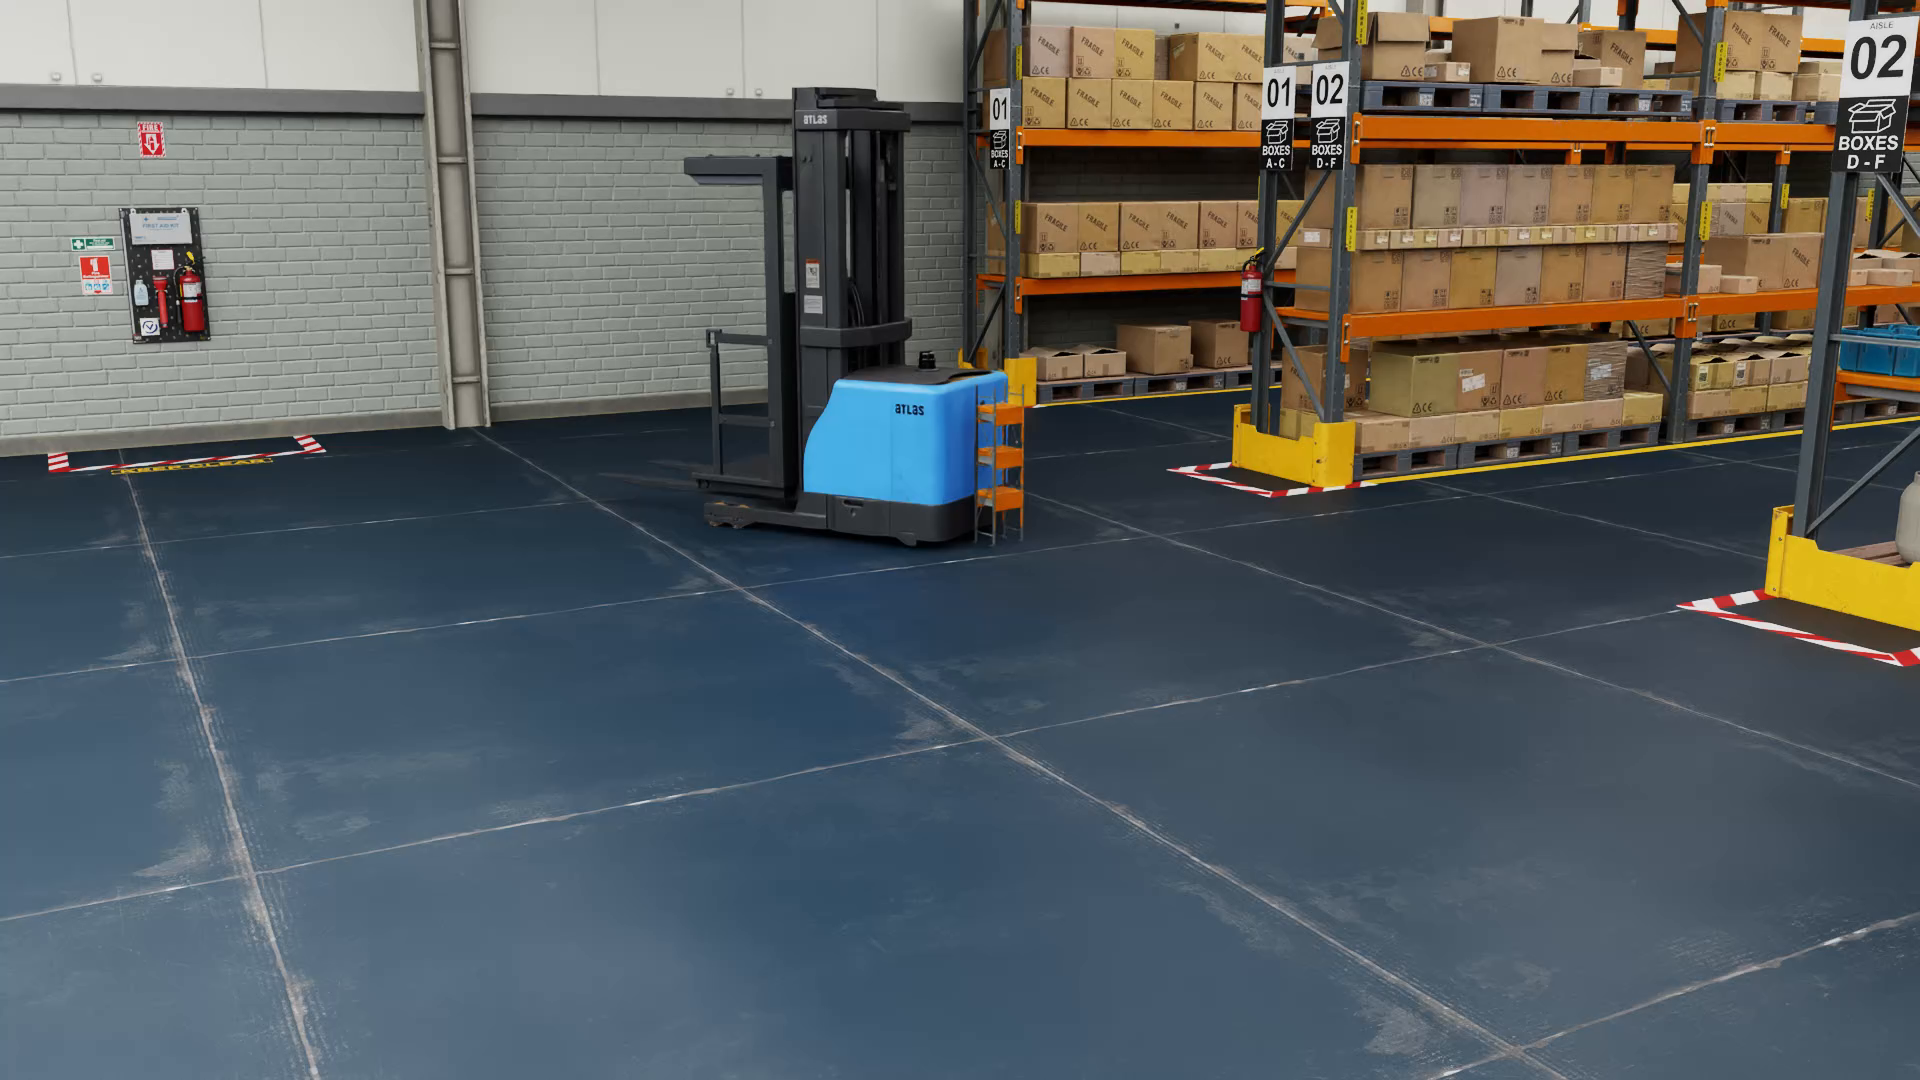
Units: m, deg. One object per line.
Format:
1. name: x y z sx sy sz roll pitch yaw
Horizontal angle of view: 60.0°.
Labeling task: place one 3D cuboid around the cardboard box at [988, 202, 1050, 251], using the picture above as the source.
1. cardboard box: 0.634 -3.346 17.734 0.500 0.500 0.500 -7 14 -28

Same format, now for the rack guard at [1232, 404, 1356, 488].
1. rack guard: 2.678 -0.777 13.423 0.348 0.500 1.175 -7 14 -28

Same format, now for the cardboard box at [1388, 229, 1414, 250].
1. cardboard box: 3.377 -2.392 13.202 0.250 0.149 0.380 -7 15 -29

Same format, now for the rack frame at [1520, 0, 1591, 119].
1. rack frame: 7.344 -6.722 20.481 0.127 3.000 1.000 -7 14 -28

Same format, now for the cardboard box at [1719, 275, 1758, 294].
1. cardboard box: 7.086 -2.351 15.296 0.250 0.149 0.380 -7 14 -28

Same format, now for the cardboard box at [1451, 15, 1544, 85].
1. cardboard box: 4.288 -3.906 13.300 0.500 0.500 0.500 -7 14 -28

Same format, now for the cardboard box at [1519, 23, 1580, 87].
1. cardboard box: 4.704 -4.058 13.966 0.637 0.503 0.797 -5 14 -22

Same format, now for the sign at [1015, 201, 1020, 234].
1. sign: 0.583 -3.271 16.840 0.005 0.325 0.100 -7 14 -28

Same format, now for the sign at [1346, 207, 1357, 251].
1. sign: 2.960 -2.352 12.578 0.005 0.325 0.100 -7 14 -28

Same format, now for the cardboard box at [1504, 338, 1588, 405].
1. cardboard box: 5.026 -1.455 14.338 0.500 0.500 0.500 -7 14 -28

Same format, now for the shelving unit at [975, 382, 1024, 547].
1. shelving unit: 0.259 -0.500 10.939 0.252 1.050 0.215 -10 16 -38

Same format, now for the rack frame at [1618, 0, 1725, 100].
1. rack frame: 6.210 -5.347 14.371 0.127 3.000 1.000 -7 14 -28

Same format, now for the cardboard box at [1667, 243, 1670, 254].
1. cardboard box: 9.085 -3.836 21.847 0.250 0.149 0.380 -7 14 -28

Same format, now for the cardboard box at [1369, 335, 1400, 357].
1. cardboard box: 4.901 -2.514 20.139 0.500 0.500 0.700 -7 15 -29

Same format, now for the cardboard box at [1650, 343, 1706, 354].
1. cardboard box: 6.882 -1.711 15.907 0.500 0.311 0.500 -6 14 -26

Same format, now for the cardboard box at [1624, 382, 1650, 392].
1. cardboard box: 6.435 -1.383 15.728 0.500 0.250 0.500 -7 14 -28

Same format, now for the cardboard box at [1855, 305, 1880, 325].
1. cardboard box: 12.919 -3.423 24.225 0.500 0.500 0.700 -7 15 -30

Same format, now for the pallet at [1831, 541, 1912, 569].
1. pallet: 5.829 0.215 9.674 1.213 0.211 1.003 -7 14 -28

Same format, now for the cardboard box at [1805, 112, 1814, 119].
1. cardboard box: 11.588 -5.881 22.737 0.500 0.250 0.500 -7 14 -28

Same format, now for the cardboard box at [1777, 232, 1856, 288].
1. cardboard box: 8.256 -2.710 16.090 0.500 0.500 0.500 -8 15 -31

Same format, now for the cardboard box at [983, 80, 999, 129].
1. cardboard box: 0.567 -4.568 17.469 0.500 0.500 0.500 -6 14 -24

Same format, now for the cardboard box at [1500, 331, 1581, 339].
1. cardboard box: 5.218 -1.607 15.014 0.500 0.500 0.500 -7 14 -28

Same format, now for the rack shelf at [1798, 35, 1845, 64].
1. rack shelf: 12.611 -6.807 23.409 4.000 0.370 1.077 -7 14 -28

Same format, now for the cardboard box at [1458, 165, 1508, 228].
1. cardboard box: 4.063 -2.842 13.725 0.500 0.500 0.700 -7 14 -28

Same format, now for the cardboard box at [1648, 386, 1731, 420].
1. cardboard box: 6.683 -1.278 15.262 0.500 0.250 0.500 -7 15 -29

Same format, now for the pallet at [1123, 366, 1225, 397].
1. pallet: 2.189 -1.807 18.658 1.213 0.211 1.003 -7 14 -28

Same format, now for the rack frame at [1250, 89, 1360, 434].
1. rack frame: 2.699 -1.999 13.160 0.127 3.000 1.000 -7 14 -28

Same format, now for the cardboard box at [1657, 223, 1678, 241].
1. cardboard box: 6.074 -2.715 14.637 0.250 0.149 0.380 -7 14 -28

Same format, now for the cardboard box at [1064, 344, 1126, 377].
1. cardboard box: 1.473 -1.972 18.160 0.500 0.311 0.500 -6 14 -23

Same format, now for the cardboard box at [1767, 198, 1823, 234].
1. cardboard box: 11.339 -4.416 23.216 0.700 0.700 0.980 -7 14 -27

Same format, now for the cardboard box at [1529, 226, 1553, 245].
1. cardboard box: 4.727 -2.553 13.918 0.250 0.149 0.380 -6 14 -26

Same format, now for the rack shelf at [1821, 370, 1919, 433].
1. rack shelf: 6.825 -0.903 9.930 4.000 0.370 1.077 -7 14 -28

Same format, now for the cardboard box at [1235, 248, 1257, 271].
1. cardboard box: 3.122 -3.152 18.577 0.500 0.250 0.500 -7 14 -28

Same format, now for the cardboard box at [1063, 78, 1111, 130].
1. cardboard box: 1.224 -4.512 17.220 0.500 0.500 0.500 -6 14 -24

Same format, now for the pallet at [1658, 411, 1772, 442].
1. pallet: 6.838 -1.144 15.714 1.213 0.211 1.003 -7 14 -28

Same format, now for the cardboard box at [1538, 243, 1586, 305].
1. cardboard box: 4.922 -2.312 14.323 0.500 0.500 0.700 -7 14 -27

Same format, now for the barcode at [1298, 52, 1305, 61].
1. barcode: 2.733 -3.870 13.321 0.075 0.075 0.001 -7 14 -28

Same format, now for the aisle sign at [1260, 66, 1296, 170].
1. aisle sign: 2.501 -3.317 13.095 0.004 0.787 0.394 -7 14 -28

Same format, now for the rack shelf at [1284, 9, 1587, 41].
1. rack shelf: 5.589 -5.965 19.669 4.000 0.370 1.077 -7 14 -28

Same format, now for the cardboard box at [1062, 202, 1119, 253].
1. cardboard box: 1.324 -3.298 17.520 0.500 0.500 0.500 -7 14 -28

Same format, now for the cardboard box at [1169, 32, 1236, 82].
1. cardboard box: 2.594 -5.162 17.833 0.500 0.500 0.500 -7 15 -30

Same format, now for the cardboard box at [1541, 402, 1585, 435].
1. cardboard box: 5.033 -1.086 14.410 0.500 0.250 0.500 -7 14 -28

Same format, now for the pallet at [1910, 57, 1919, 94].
1. pallet: 5.842 -2.483 8.911 1.213 0.211 1.003 -7 14 -28

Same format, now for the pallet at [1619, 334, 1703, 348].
1. pallet: 9.142 -2.630 22.316 1.213 0.211 1.003 -7 14 -28

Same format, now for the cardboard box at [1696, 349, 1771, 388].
1. cardboard box: 7.134 -1.604 15.433 0.500 0.311 0.500 -7 14 -29

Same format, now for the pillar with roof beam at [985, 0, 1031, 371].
1. pillar with roof beam: 2.585 -5.291 14.123 0.400 9.000 9.100 -7 14 -28

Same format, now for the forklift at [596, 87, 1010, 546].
1. forklift: -1.197 -1.599 11.540 3.031 2.935 1.130 7 14 28

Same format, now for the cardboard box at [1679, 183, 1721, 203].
1. cardboard box: 9.667 -4.581 21.975 0.500 0.250 0.500 -7 14 -27
